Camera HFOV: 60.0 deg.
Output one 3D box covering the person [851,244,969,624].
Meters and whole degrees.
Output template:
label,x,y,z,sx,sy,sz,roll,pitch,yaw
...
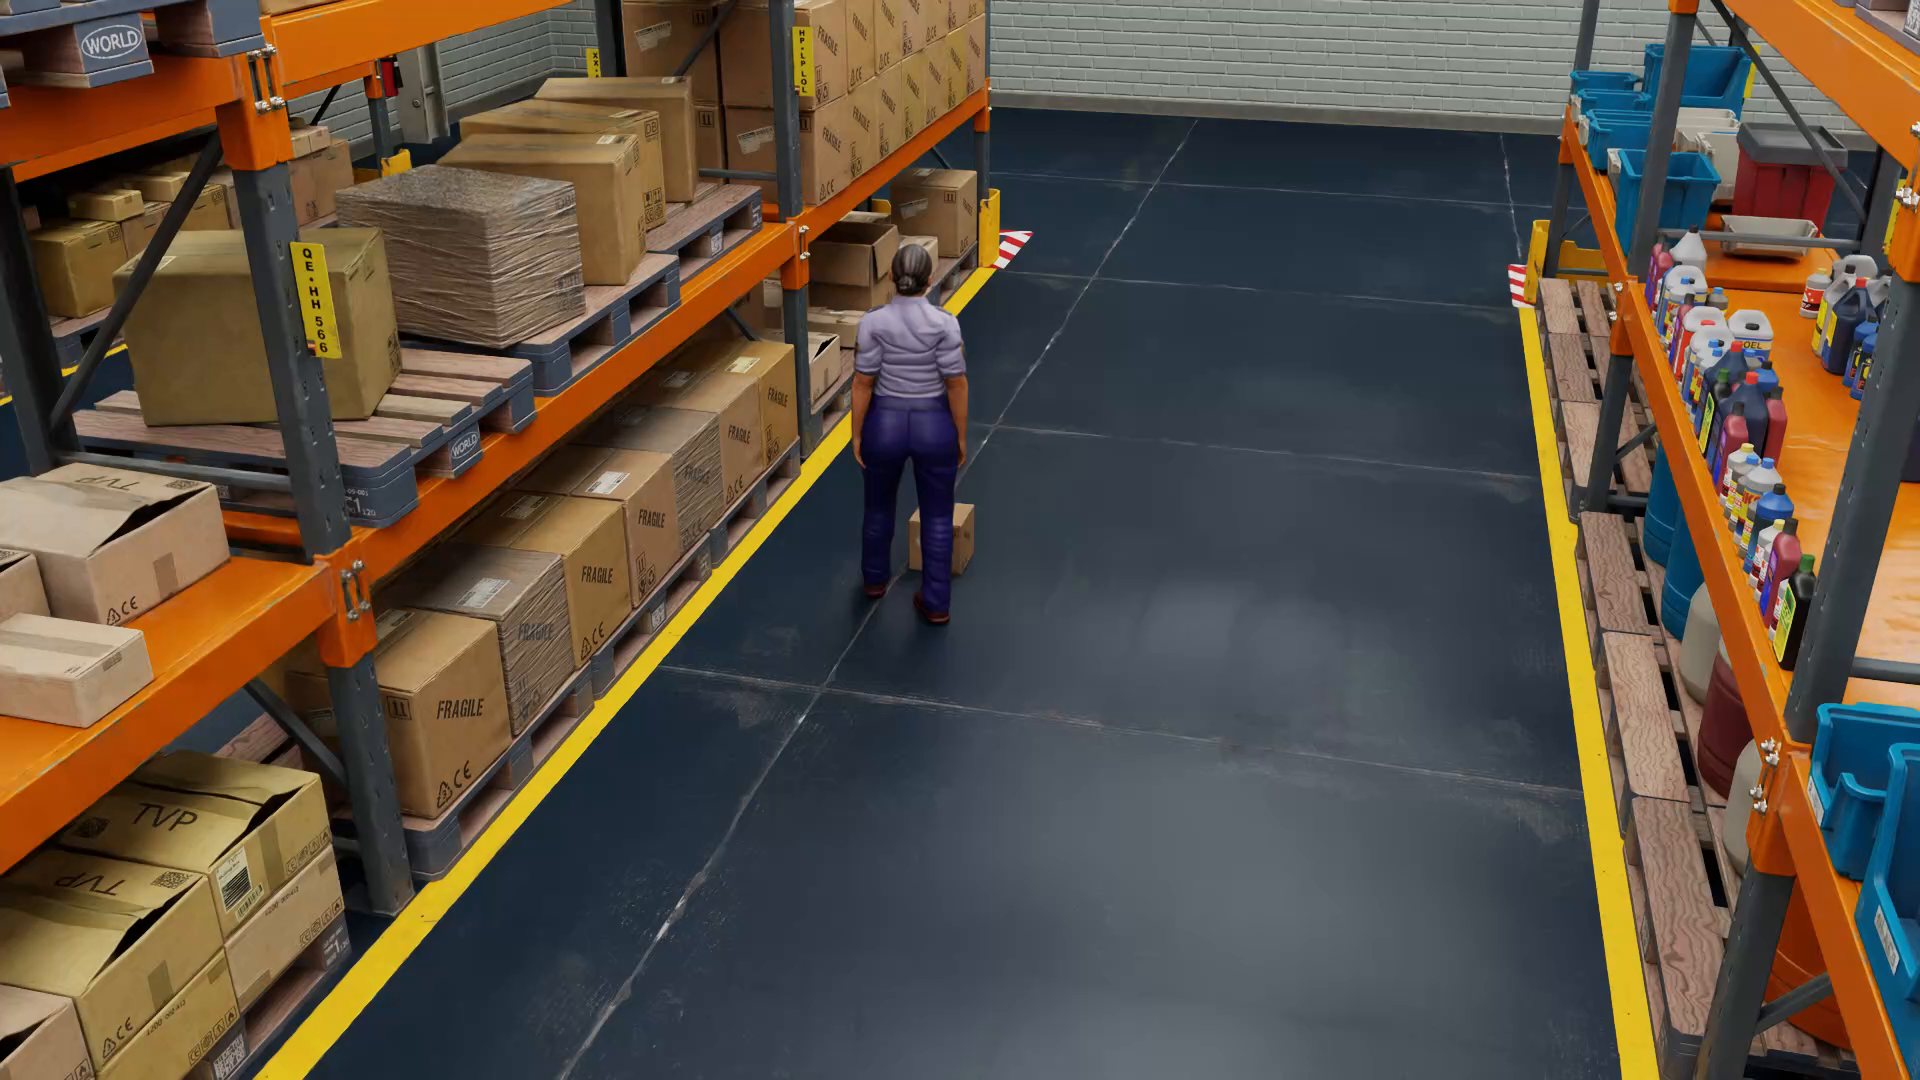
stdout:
label,x,y,z,sx,sy,sz,roll,pitch,yaw
person,-0.208,-0.478,7.130,0.494,1.629,0.547,1,25,1
